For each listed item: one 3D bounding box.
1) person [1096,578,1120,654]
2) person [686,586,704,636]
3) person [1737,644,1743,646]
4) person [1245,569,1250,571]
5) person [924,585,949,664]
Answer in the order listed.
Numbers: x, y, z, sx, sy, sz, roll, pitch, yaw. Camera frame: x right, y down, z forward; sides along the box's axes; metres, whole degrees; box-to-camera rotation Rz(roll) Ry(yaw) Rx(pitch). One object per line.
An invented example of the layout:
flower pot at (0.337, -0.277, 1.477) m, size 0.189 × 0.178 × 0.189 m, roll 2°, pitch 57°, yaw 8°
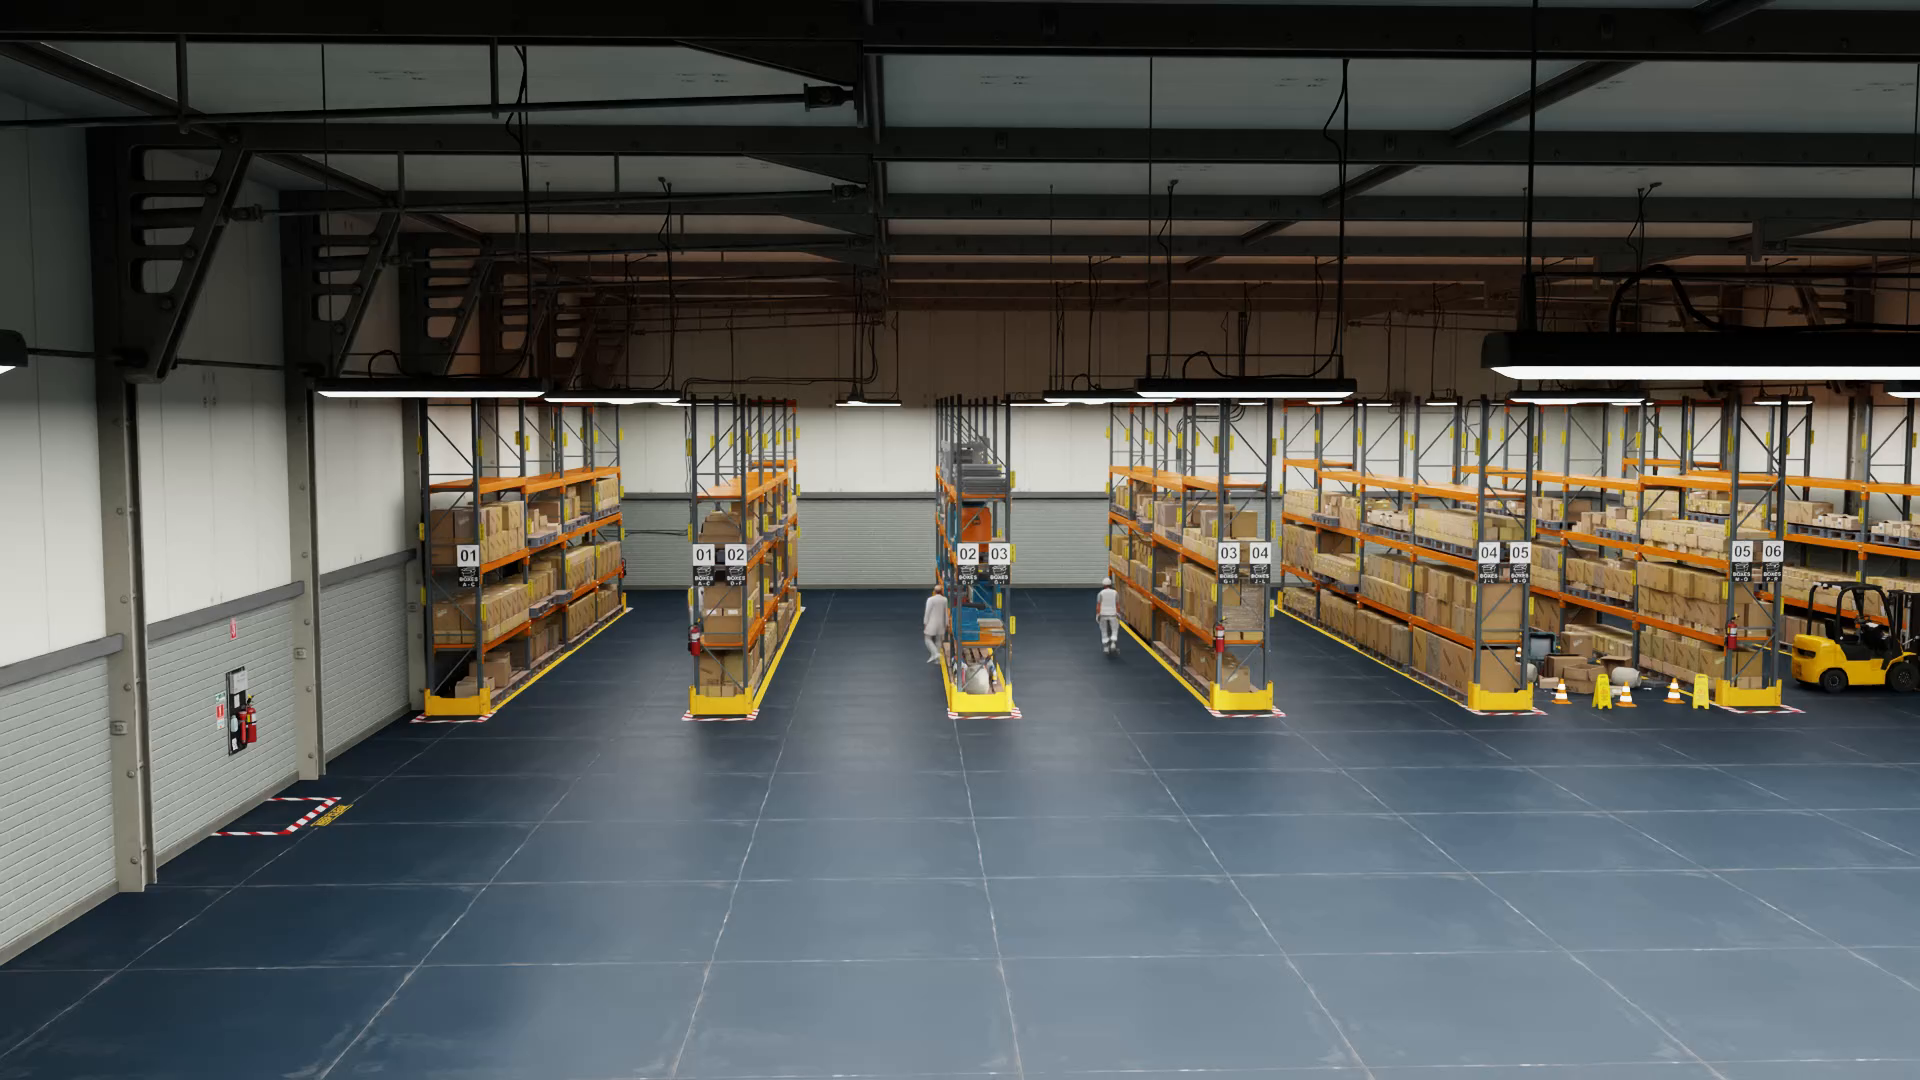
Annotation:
person at (3.469, 1.777, 38.898) m, size 0.565 × 1.787 × 0.551 m, roll 0°, pitch 5°, yaw -3°
person at (-6.379, 1.720, 40.476) m, size 0.562 × 1.605 × 1.034 m, roll 0°, pitch 5°, yaw -5°
person at (16.925, 2.047, 36.239) m, size 0.649 × 1.660 × 0.785 m, roll -1°, pitch 5°, yaw -9°
person at (8.505, 0.929, 50.394) m, size 0.744 × 1.662 × 0.707 m, roll 1°, pitch 5°, yaw 10°
person at (-0.509, 1.900, 37.201) m, size 0.618 × 1.775 × 0.558 m, roll -2°, pitch 5°, yaw -24°
